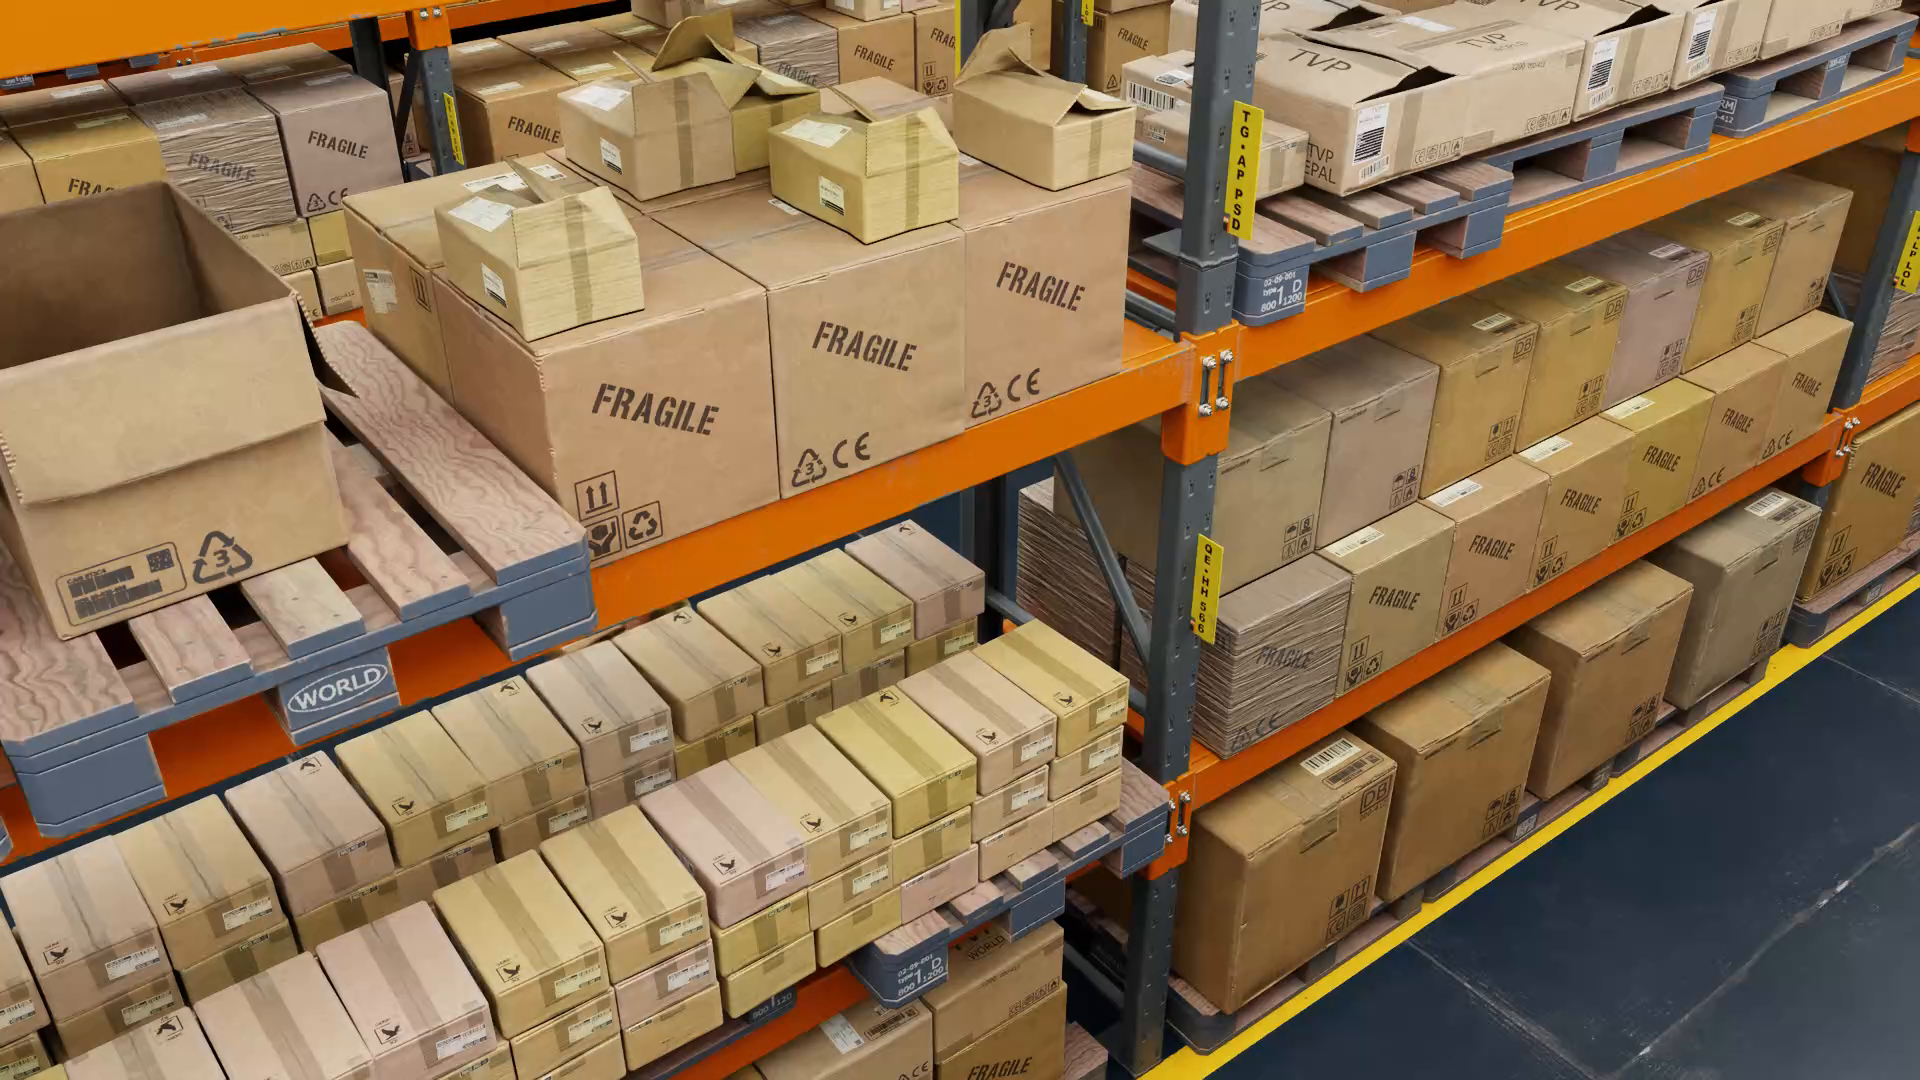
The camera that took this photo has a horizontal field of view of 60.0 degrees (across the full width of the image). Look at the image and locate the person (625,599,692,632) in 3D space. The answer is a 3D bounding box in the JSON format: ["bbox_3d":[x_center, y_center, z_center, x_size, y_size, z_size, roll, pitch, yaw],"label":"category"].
[{"bbox_3d":[-1.253,0.552,6.512,0.511,1.418,0.409,-23,39,-32],"label":"person"}]
